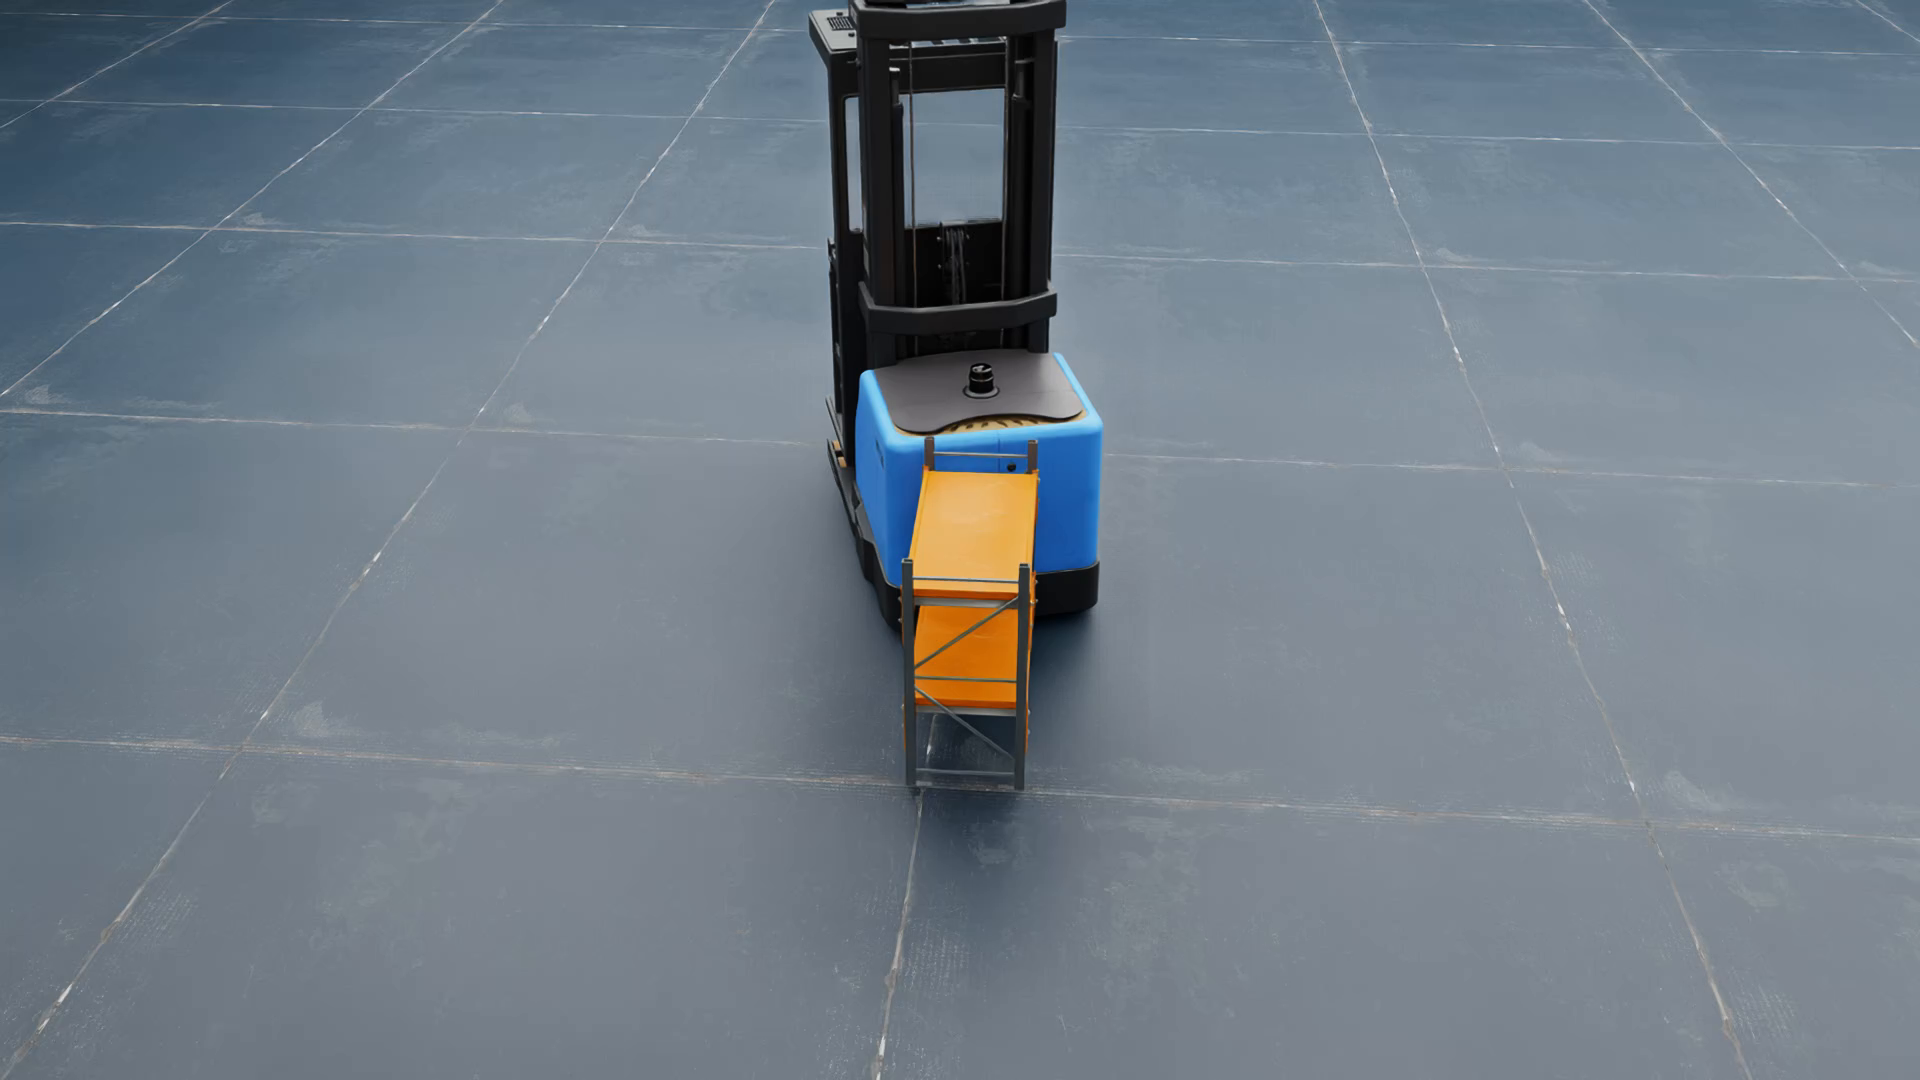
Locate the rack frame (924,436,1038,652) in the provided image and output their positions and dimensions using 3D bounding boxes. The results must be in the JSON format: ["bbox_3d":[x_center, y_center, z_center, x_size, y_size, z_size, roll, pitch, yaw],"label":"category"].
[{"bbox_3d":[0.093,0.036,7.620,0.500,1.125,0.032,2,32,3],"label":"rack frame"}]

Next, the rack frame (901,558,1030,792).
[{"bbox_3d":[0.022,0.568,6.756,0.500,1.125,0.032,2,32,3],"label":"rack frame"}]

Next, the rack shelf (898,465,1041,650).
[{"bbox_3d":[0.057,0.053,7.034,0.538,0.278,1.000,2,32,3],"label":"rack shelf"}]

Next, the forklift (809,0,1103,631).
[{"bbox_3d":[-0.132,-1.576,8.514,1.130,2.935,3.031,-6,32,-10],"label":"forklift"}]

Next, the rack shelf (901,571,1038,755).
[{"bbox_3d":[0.057,0.510,7.316,0.538,0.278,1.000,2,32,3],"label":"rack shelf"}]

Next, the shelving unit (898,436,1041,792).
[{"bbox_3d":[0.057,0.302,7.188,0.538,1.125,1.048,2,32,3],"label":"shelving unit"}]
